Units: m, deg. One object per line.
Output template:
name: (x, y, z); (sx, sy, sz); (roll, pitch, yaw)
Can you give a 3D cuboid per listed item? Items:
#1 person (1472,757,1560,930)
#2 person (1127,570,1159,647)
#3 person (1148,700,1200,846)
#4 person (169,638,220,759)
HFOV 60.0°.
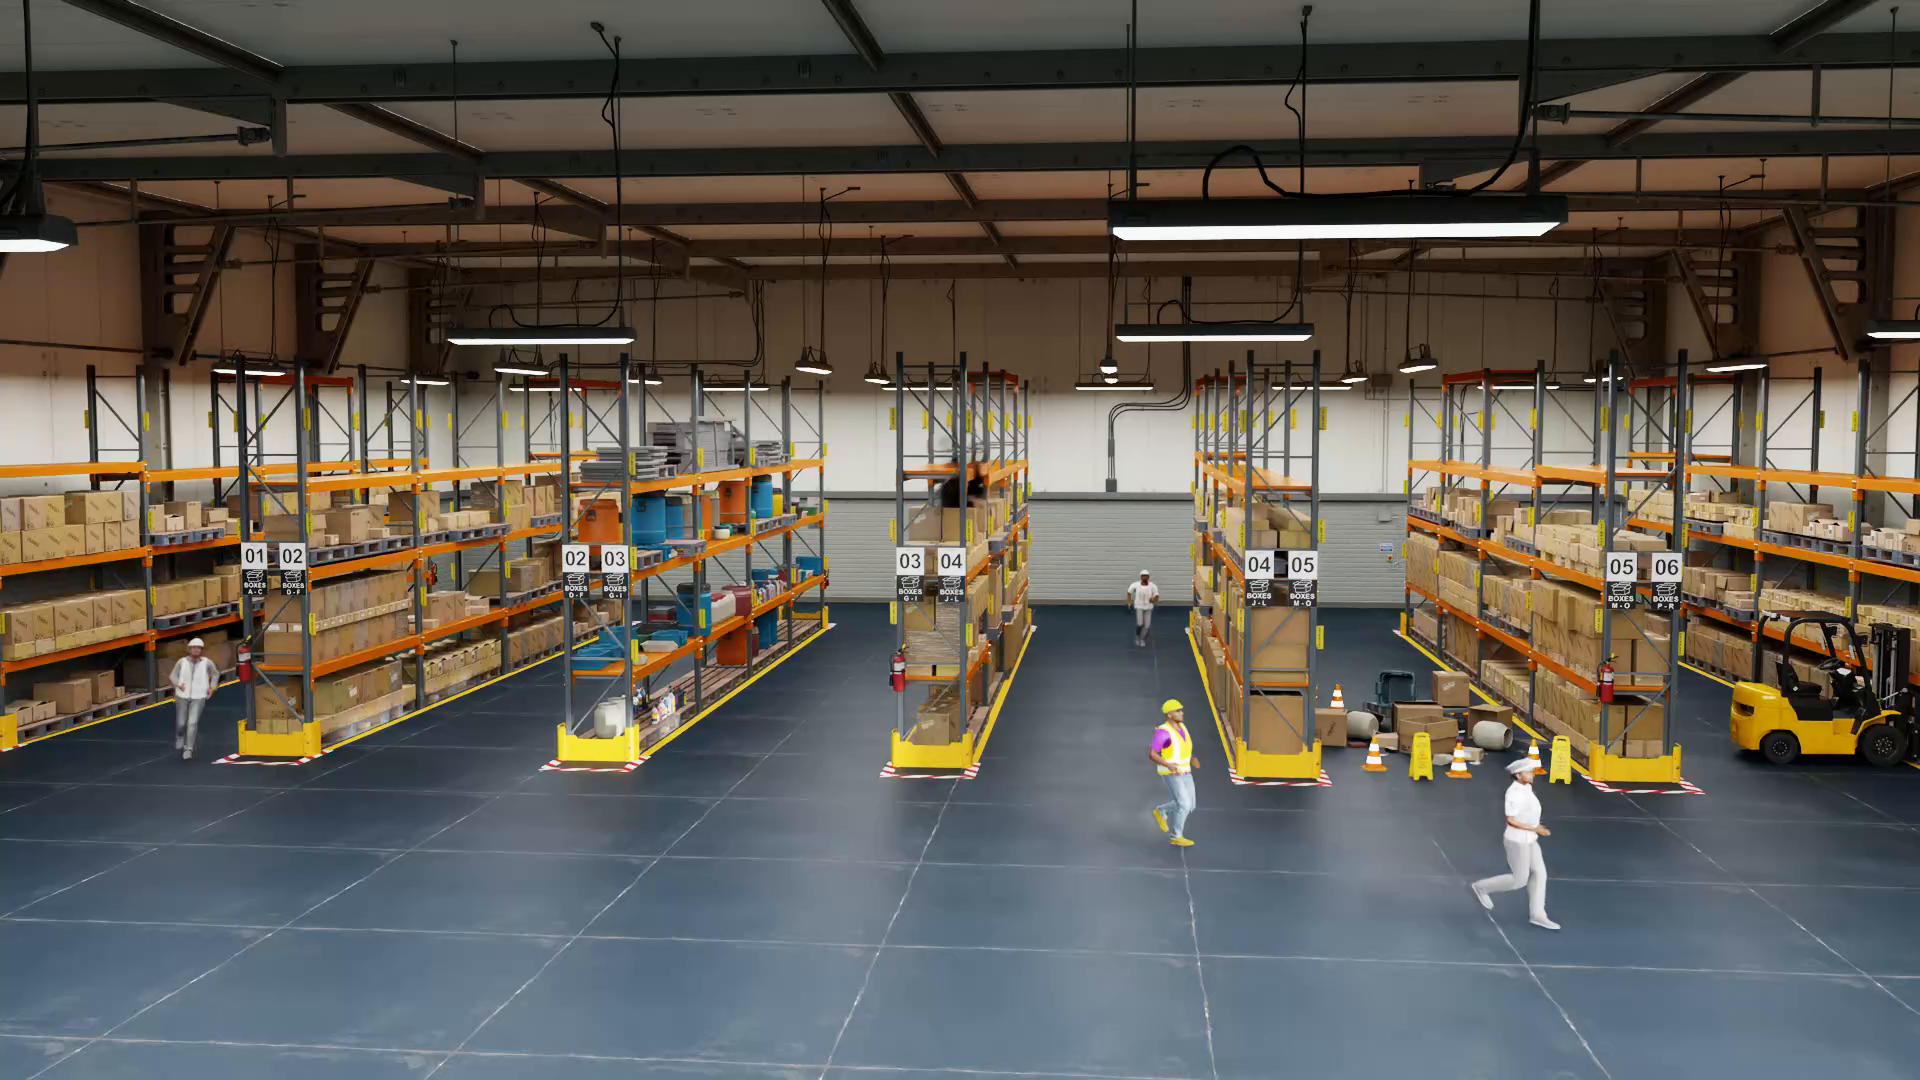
person: (5.555, 2.990, 16.549); (0.851, 1.692, 0.579); (3, 5, 34)
person: (4.053, 1.518, 36.695); (0.683, 1.726, 0.633); (0, 4, -1)
person: (2.510, 2.744, 19.694); (0.625, 1.719, 0.700); (3, 5, 40)
person: (-11.494, 2.349, 24.982); (0.693, 1.758, 0.825); (-1, 4, -19)
